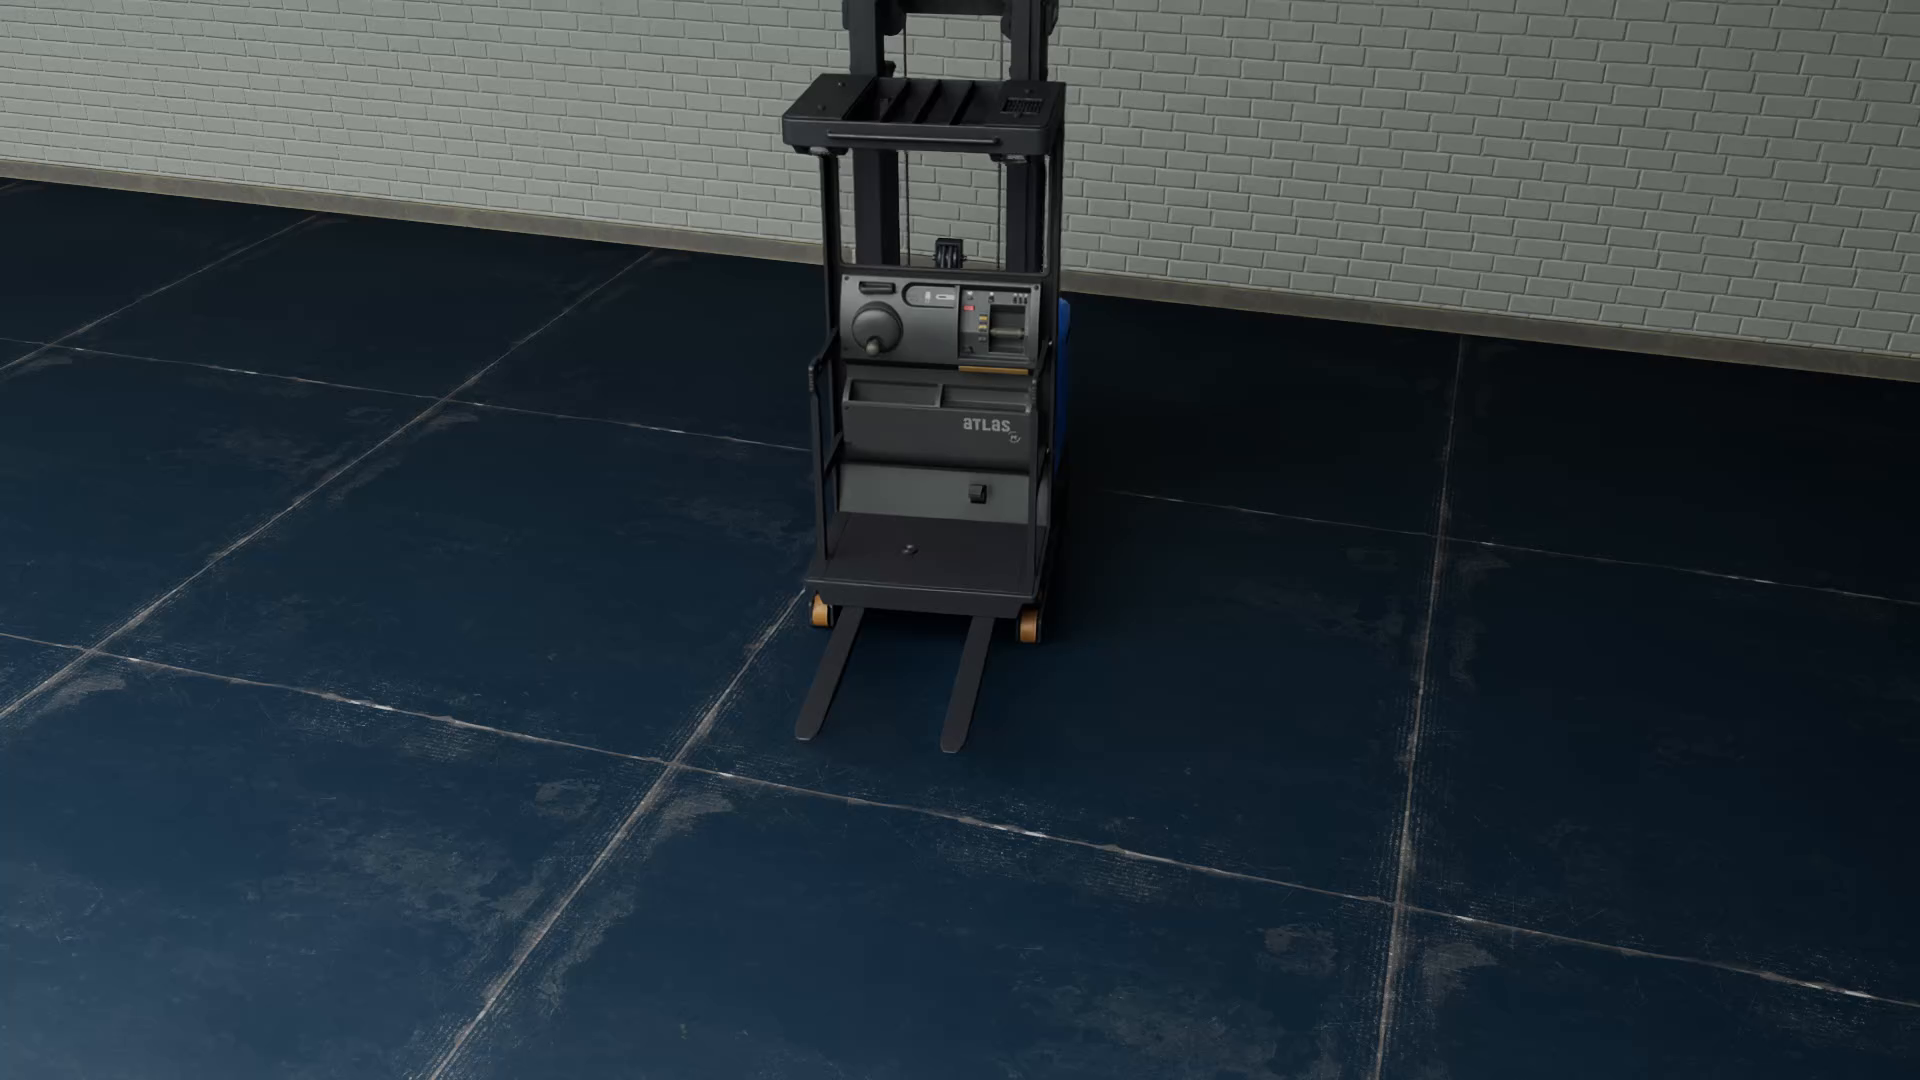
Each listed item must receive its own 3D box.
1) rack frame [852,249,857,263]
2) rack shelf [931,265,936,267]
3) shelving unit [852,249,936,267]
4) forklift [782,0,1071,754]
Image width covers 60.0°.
[{"bbox_3d":[-0.567,-1.023,9.350,0.015,1.200,0.240,-4,29,-7],"label":"rack frame"},{"bbox_3d":[-0.327,-1.406,9.184,0.480,0.148,0.258,-4,29,-7],"label":"rack shelf"},{"bbox_3d":[-0.326,-1.040,9.381,0.503,1.200,0.258,-4,29,-7],"label":"shelving unit"},{"bbox_3d":[-0.120,-0.974,7.487,1.130,2.935,3.031,4,29,7],"label":"forklift"}]
